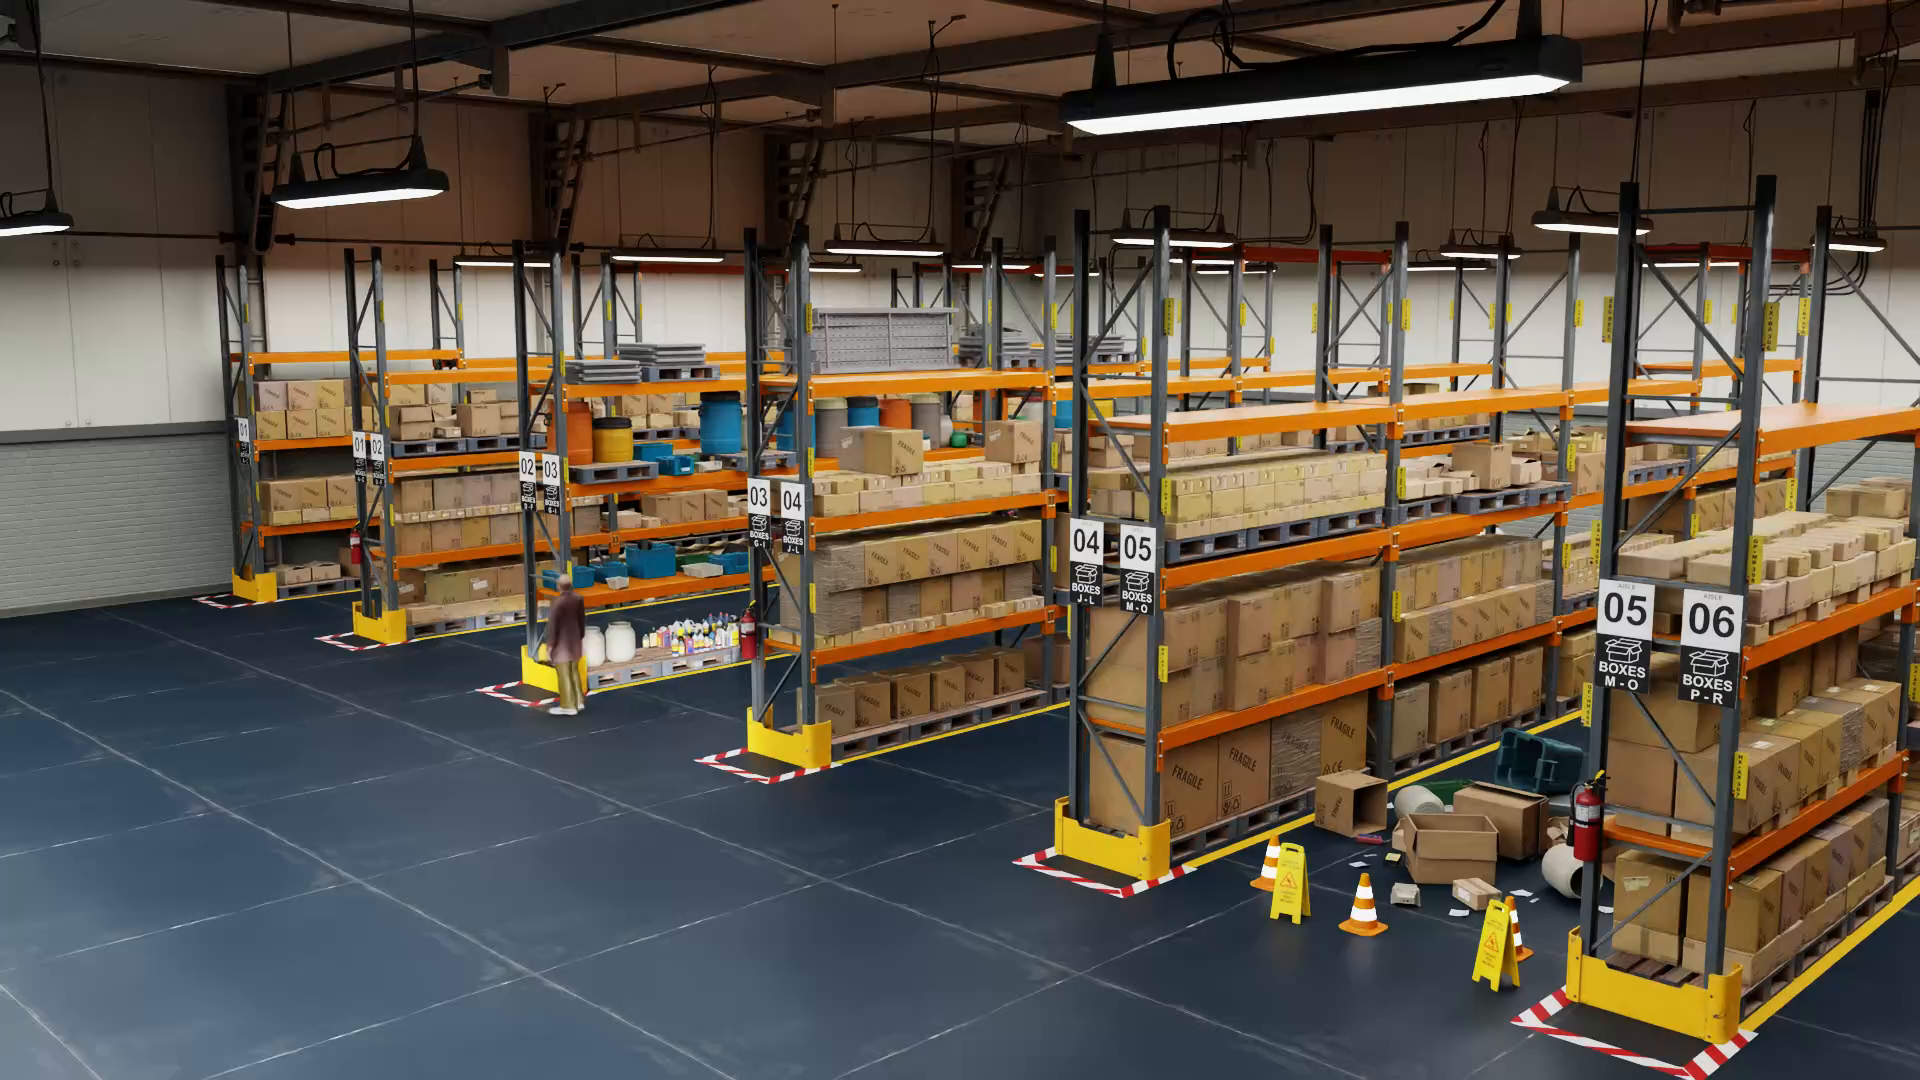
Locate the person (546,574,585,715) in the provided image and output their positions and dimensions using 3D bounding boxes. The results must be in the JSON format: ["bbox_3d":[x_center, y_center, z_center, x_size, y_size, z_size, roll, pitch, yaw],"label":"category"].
[{"bbox_3d":[-4.970,1.326,20.998,0.394,1.822,0.696,4,9,25],"label":"person"}]

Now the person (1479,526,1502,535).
[{"bbox_3d":[8.690,0.393,27.490,0.582,1.776,0.408,-7,11,-43],"label":"person"}]
